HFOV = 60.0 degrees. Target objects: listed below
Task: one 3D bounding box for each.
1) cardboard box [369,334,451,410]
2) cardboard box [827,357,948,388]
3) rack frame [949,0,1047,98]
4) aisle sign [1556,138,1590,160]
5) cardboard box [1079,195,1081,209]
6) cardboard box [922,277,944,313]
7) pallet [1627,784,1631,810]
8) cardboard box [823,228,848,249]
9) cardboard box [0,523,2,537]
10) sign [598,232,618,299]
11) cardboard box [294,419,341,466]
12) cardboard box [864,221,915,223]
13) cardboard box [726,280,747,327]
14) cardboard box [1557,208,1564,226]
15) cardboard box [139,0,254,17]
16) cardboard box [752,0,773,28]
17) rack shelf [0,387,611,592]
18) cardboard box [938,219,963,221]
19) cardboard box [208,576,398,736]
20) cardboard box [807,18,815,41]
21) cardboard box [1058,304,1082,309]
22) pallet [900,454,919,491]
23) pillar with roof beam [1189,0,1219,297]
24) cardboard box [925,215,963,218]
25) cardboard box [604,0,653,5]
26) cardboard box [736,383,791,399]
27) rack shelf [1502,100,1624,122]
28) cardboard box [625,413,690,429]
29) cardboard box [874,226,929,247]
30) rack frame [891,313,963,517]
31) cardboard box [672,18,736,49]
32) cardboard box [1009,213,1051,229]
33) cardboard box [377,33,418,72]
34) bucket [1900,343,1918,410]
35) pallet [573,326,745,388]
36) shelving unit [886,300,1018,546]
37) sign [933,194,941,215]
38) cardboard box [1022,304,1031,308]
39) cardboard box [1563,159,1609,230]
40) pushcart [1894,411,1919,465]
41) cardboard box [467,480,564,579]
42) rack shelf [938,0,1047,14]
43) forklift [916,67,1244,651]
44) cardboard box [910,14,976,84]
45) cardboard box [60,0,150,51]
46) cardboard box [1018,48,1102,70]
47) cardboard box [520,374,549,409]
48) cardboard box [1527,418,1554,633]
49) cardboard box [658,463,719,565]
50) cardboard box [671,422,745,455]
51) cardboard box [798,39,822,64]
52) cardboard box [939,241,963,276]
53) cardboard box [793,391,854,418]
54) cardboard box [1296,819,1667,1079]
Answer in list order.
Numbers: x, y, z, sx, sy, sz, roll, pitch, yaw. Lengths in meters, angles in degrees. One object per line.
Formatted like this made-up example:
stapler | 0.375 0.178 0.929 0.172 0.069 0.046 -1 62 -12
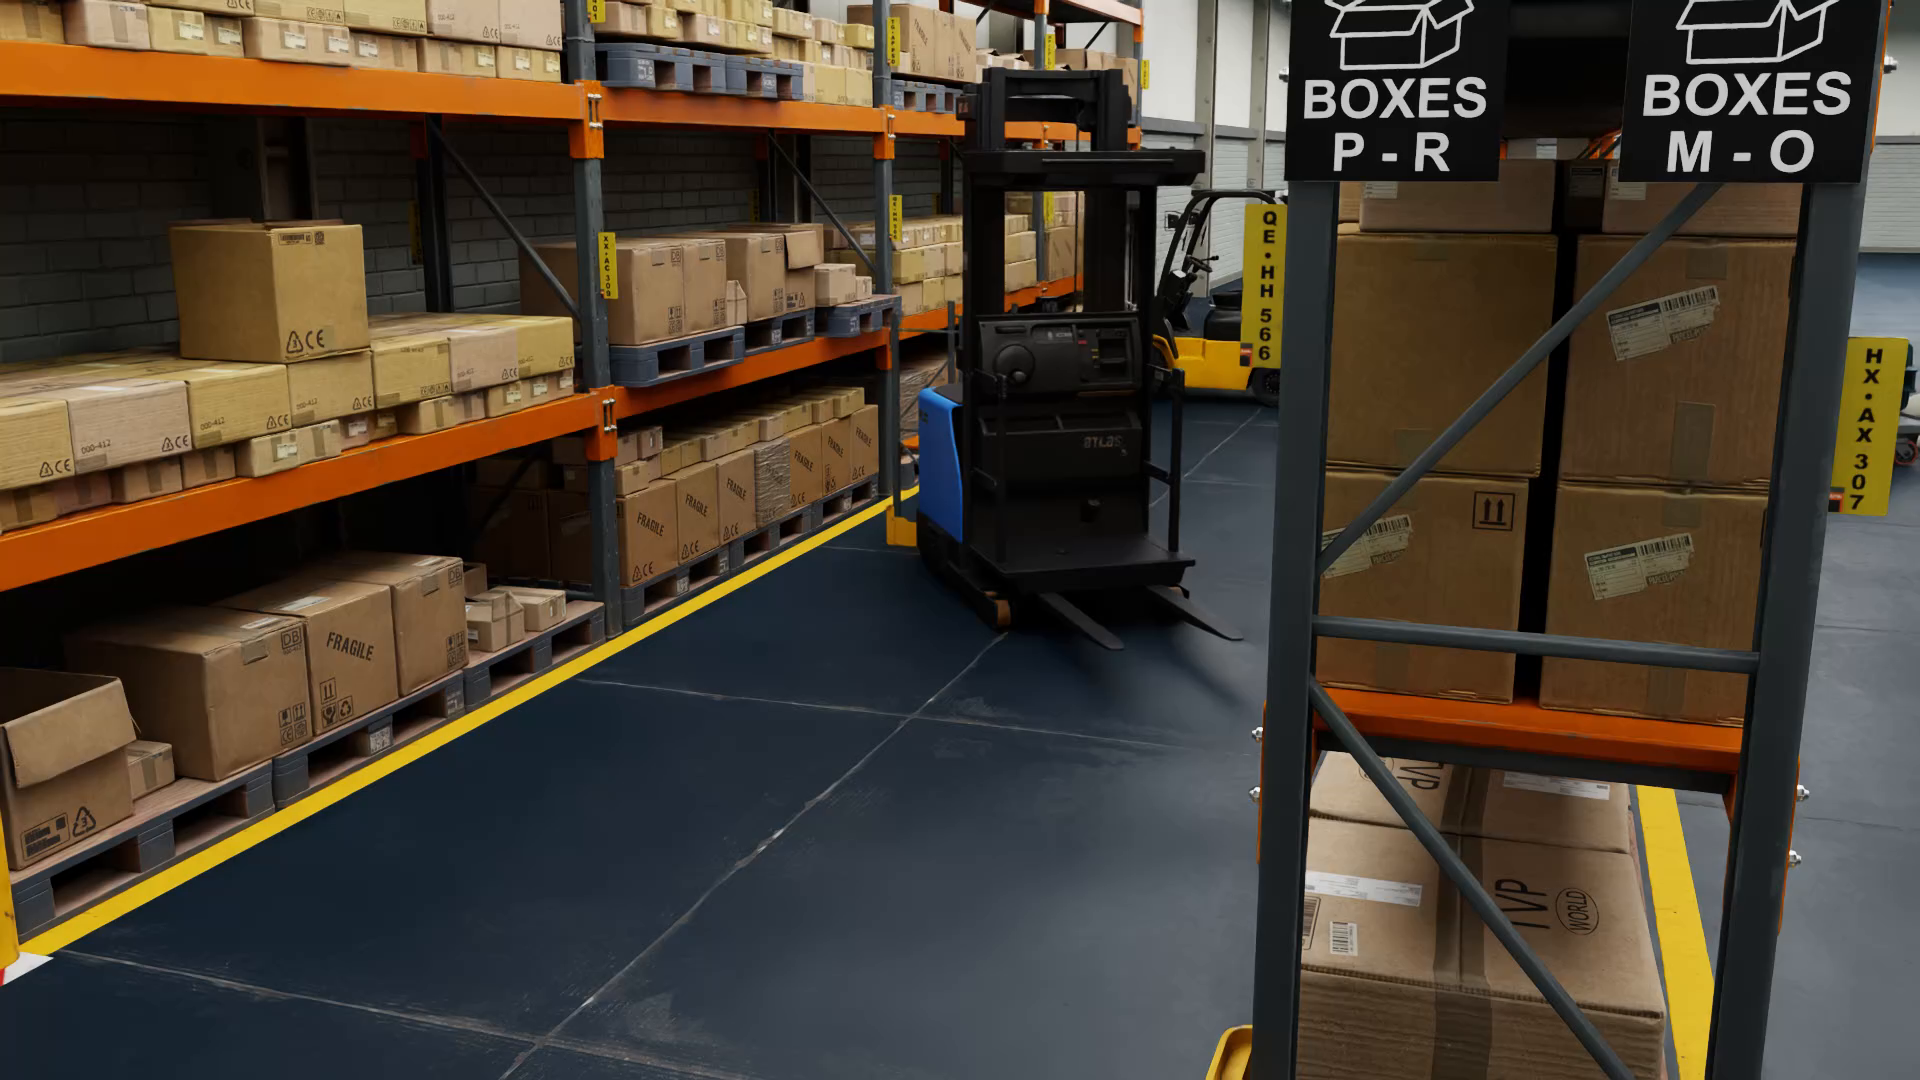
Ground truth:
cardboard box | -2.533 -0.722 7.078 0.500 0.250 0.500 4 14 18
cardboard box | -0.564 -1.143 13.648 0.875 0.625 0.625 5 14 20
rack frame | 0.312 -5.595 15.277 1.000 3.000 0.127 4 14 18
aisle sign | 6.598 -4.415 17.748 0.394 0.787 0.004 4 14 18
cardboard box | 1.037 -3.503 17.242 0.380 0.149 0.250 4 14 18
cardboard box | -0.440 -1.936 13.066 0.500 0.250 0.500 4 13 17
pallet | 2.101 0.885 6.635 1.003 0.211 1.213 4 14 18
cardboard box | -1.069 -2.276 12.535 0.380 0.149 0.250 5 14 20
cardboard box | -3.205 -0.070 5.119 0.380 0.149 0.250 4 14 18
sign | -1.761 -1.370 8.304 0.100 0.325 0.005 4 14 18
cardboard box | -2.675 -0.395 6.541 0.380 0.149 0.250 5 14 20
cardboard box | -0.590 -2.600 13.957 0.380 0.149 0.250 5 14 20
cardboard box | -1.464 -1.389 9.693 0.396 0.266 0.258 5 14 21
cardboard box | 2.032 -0.727 4.959 0.500 0.500 0.500 4 14 19
cardboard box | -2.846 -1.967 5.791 0.500 0.250 0.500 4 13 17
cardboard box | -1.322 -3.084 9.744 0.380 0.149 0.250 4 14 19
rack shelf | -2.924 -0.214 6.799 1.077 0.370 4.000 4 14 18
cardboard box | 0.026 -2.676 14.288 0.380 0.149 0.250 4 14 19
cardboard box | -2.704 0.467 6.873 0.500 0.500 0.500 5 14 19
cardboard box | -1.159 -3.305 10.757 0.380 0.149 0.250 4 13 18
cardboard box | 1.090 -2.313 17.371 0.500 0.250 0.500 5 14 20
pallet | -0.679 -0.639 13.312 1.003 0.211 1.213 4 14 18
pillar with roof beam | 8.484 -8.572 28.320 9.100 9.000 0.400 4 14 18
cardboard box | -0.142 -2.924 15.373 0.380 0.149 0.250 4 13 17
cardboard box | -1.765 -2.755 8.305 0.380 0.149 0.250 5 14 20
cardboard box | -1.446 -1.043 12.031 0.380 0.149 0.250 5 14 21
rack shelf | 3.068 -2.162 8.593 1.077 0.370 4.000 4 14 18
cardboard box | -1.942 -0.713 10.585 0.380 0.149 0.250 4 13 16
cardboard box | -0.457 -2.351 12.864 0.380 0.149 0.250 5 14 20
rack frame | -0.198 -0.693 10.652 0.500 1.500 0.032 5 14 20
cardboard box | -1.475 -2.828 9.294 0.380 0.149 0.250 4 14 18
cardboard box | 0.664 -3.083 16.072 0.380 0.149 0.250 4 13 18
cardboard box | -2.489 -2.016 6.901 0.380 0.149 0.250 5 14 20
bucket | 7.589 -1.318 13.961 0.726 0.611 0.620 10 26 38
pallet | -1.915 -1.052 9.288 1.003 0.211 1.213 4 14 18
shelving unit | -0.025 -0.797 11.108 0.587 1.500 1.083 5 14 20
sign | -0.214 -3.170 16.013 0.100 0.325 0.005 4 14 18
cardboard box | 0.614 -2.352 17.542 0.500 0.250 0.500 4 14 19
cardboard box | 1.521 -0.754 3.622 0.380 0.149 0.250 5 14 20
pushcart | 7.183 -0.881 14.001 1.648 0.377 0.936 0 13 -1
cardboard box | -2.398 -0.096 9.342 0.500 0.500 0.500 4 14 18
rack shelf | -0.335 -4.628 13.556 1.077 0.370 4.000 4 14 18
forklift | 0.619 -1.045 8.980 1.130 2.935 3.031 -4 13 -15
cardboard box | -0.188 -3.942 13.382 0.500 0.500 0.500 5 14 20
cardboard box | -2.911 -1.688 5.468 0.380 0.149 0.250 5 14 20
cardboard box | 1.042 -4.839 17.305 0.797 0.503 0.637 5 14 20
cardboard box | -2.205 -0.721 7.971 0.380 0.149 0.250 5 14 20
cardboard box | 1.691 -0.024 4.129 0.500 0.500 0.500 4 13 18
cardboard box | -1.744 -0.170 9.665 0.500 0.500 0.500 4 14 18
cardboard box | -1.546 -0.624 10.195 0.380 0.149 0.250 5 14 20
cardboard box | -1.120 -3.157 10.779 0.380 0.149 0.250 4 14 18
cardboard box | -0.258 -2.288 13.486 0.500 0.250 0.500 4 13 17
cardboard box | -0.962 -0.948 11.616 0.380 0.149 0.250 4 13 15
cardboard box | 1.246 1.112 4.191 0.875 0.438 0.875 4 13 16
